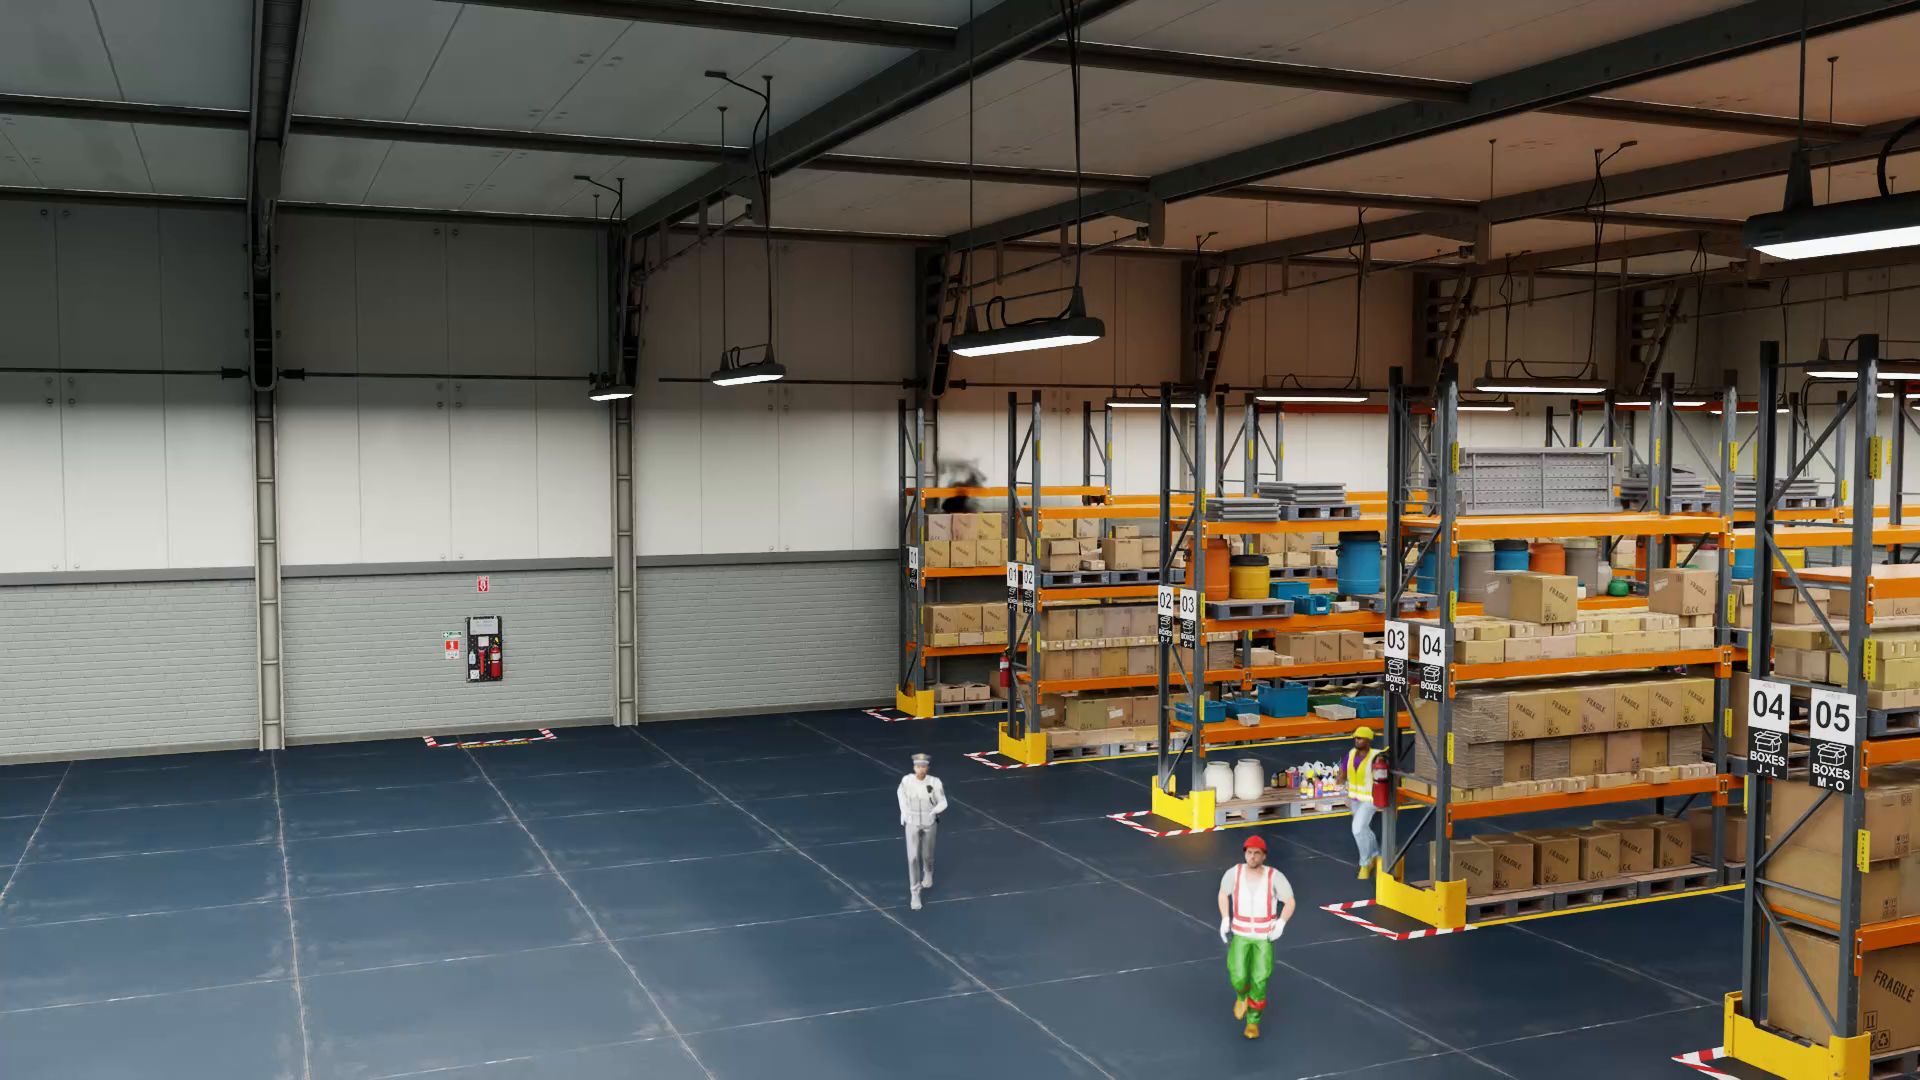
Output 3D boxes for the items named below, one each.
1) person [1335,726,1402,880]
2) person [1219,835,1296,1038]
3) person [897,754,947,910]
[{"bbox_3d":[4.826,3.139,19.845,0.744,1.839,0.726,-2,4,-32],"label":"person"},{"bbox_3d":[2.578,3.441,14.501,0.673,1.751,0.590,1,3,16],"label":"person"},{"bbox_3d":[-0.426,3.225,18.784,0.570,1.698,0.910,0,3,0],"label":"person"}]
